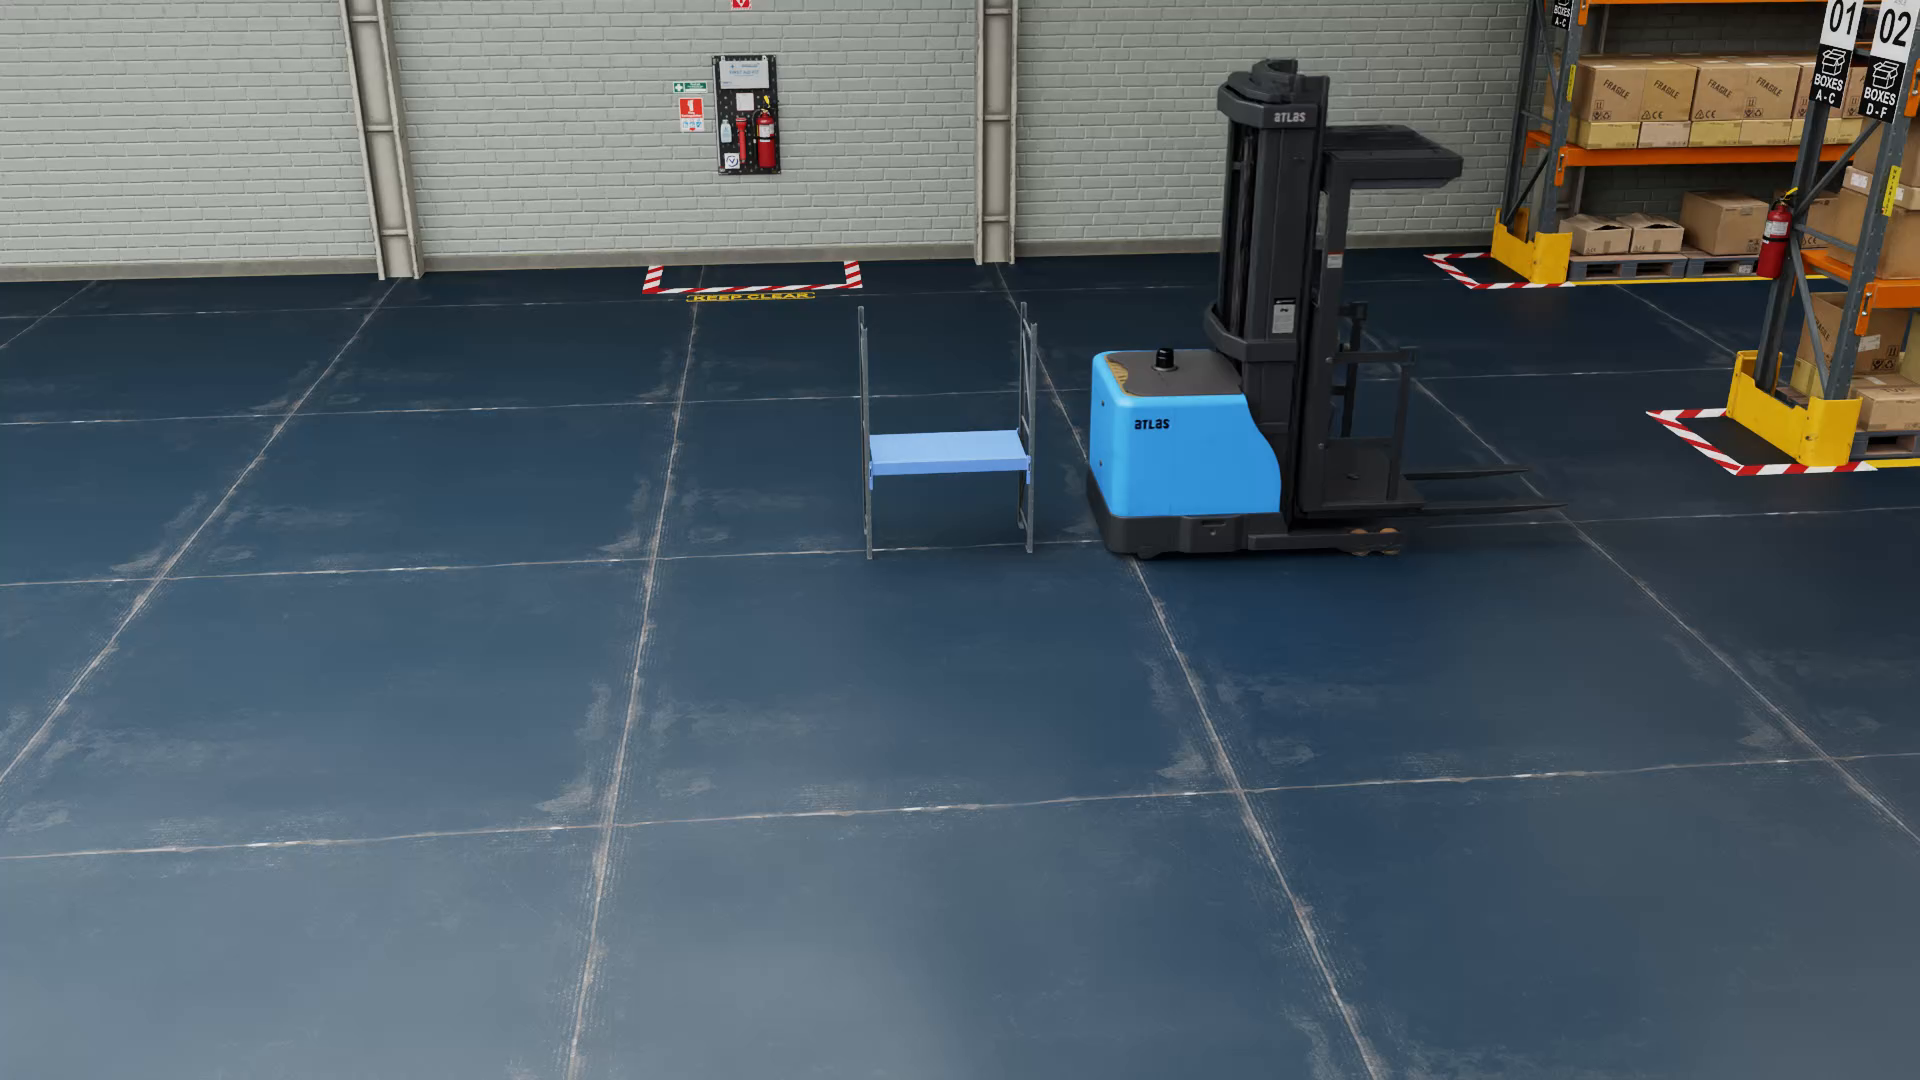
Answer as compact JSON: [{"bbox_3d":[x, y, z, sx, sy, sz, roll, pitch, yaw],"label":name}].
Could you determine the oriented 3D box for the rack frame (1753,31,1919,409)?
[{"bbox_3d":[6.205,-2.136,11.864,0.127,3.000,1.000,-2,24,-5],"label":"rack frame"}]

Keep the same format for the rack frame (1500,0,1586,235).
[{"bbox_3d":[5.714,-4.139,16.368,0.127,3.000,1.000,-2,24,-5],"label":"rack frame"}]

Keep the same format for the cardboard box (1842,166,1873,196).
[{"bbox_3d":[6.566,-2.571,11.919,0.250,0.149,0.380,-3,24,-6],"label":"cardboard box"}]

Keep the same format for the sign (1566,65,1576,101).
[{"bbox_3d":[5.768,-4.315,15.699,0.005,0.325,0.100,-2,24,-5],"label":"sign"}]

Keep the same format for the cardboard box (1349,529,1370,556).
[{"bbox_3d":[2.528,0.015,10.523,0.160,0.156,0.130,-3,24,-6],"label":"cardboard box"}]

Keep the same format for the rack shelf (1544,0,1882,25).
[{"bbox_3d":[7.705,-5.260,16.085,4.000,0.370,1.077,-2,24,-5],"label":"rack shelf"}]

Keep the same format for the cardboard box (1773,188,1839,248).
[{"bbox_3d":[8.666,-3.299,17.016,0.500,0.500,0.500,-4,24,-9],"label":"cardboard box"}]

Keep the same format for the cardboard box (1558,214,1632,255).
[{"bbox_3d":[6.412,-3.102,16.805,0.500,0.311,0.500,-5,24,-11],"label":"cardboard box"}]

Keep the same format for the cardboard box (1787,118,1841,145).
[{"bbox_3d":[8.258,-4.055,16.339,0.500,0.250,0.500,-2,24,-5],"label":"cardboard box"}]

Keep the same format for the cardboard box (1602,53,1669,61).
[{"bbox_3d":[6.664,-4.543,16.514,0.500,0.500,0.500,-2,24,-4],"label":"cardboard box"}]

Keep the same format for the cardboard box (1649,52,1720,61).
[{"bbox_3d":[15.270,0.065,5.669,13.577,0.889,26.022,-3,24,-7],"label":"cardboard box"}]

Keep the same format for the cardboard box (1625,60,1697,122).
[{"bbox_3d":[6.712,-4.335,16.047,0.500,0.500,0.500,-2,24,-5],"label":"cardboard box"}]

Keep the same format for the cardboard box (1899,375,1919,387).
[{"bbox_3d":[7.258,-1.025,12.231,0.500,0.250,0.500,-2,24,-5],"label":"cardboard box"}]

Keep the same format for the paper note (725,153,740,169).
[{"bbox_3d":[-2.291,-3.812,16.717,0.142,0.148,0.016,-2,24,-5],"label":"paper note"}]

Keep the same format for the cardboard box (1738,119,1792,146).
[{"bbox_3d":[7.757,-4.034,16.293,0.500,0.250,0.500,-2,24,-5],"label":"cardboard box"}]

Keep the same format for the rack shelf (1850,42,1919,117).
[{"bbox_3d":[8.195,-3.258,11.580,4.000,0.370,1.077,-2,24,-5],"label":"rack shelf"}]

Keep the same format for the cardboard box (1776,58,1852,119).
[{"bbox_3d":[8.256,-4.400,16.192,0.500,0.500,0.500,-3,24,-7],"label":"cardboard box"}]

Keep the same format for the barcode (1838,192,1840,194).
[{"bbox_3d":[9.134,-3.579,17.250,0.075,0.075,0.001,-2,24,-5],"label":"barcode"}]

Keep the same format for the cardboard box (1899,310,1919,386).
[{"bbox_3d":[7.258,-1.367,12.077,0.500,0.500,0.500,-2,24,-5],"label":"cardboard box"}]

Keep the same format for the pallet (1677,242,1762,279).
[{"bbox_3d":[7.813,-2.933,17.089,1.213,0.211,1.003,-2,24,-5],"label":"pallet"}]

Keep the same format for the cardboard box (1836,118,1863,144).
[{"bbox_3d":[8.757,-4.081,16.398,0.500,0.250,0.500,-2,24,-5],"label":"cardboard box"}]

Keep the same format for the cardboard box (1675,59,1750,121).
[{"bbox_3d":[7.227,-4.353,16.088,0.500,0.500,0.500,-3,24,-7],"label":"cardboard box"}]

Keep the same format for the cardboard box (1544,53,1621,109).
[{"bbox_3d":[6.162,-4.527,16.478,0.500,0.500,0.500,-3,24,-6],"label":"cardboard box"}]

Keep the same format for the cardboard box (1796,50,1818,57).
[{"bbox_3d":[8.692,-4.628,16.706,0.500,0.500,0.500,-2,24,-5],"label":"cardboard box"}]

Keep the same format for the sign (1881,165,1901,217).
[{"bbox_3d":[6.253,-2.344,11.166,0.005,0.325,0.100,-2,24,-5],"label":"sign"}]

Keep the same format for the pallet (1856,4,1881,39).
[{"bbox_3d":[6.911,-3.485,11.312,1.213,0.211,1.003,-2,24,-5],"label":"pallet"}]

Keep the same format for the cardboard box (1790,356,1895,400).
[{"bbox_3d":[6.710,-1.213,12.654,0.500,0.250,0.500,-2,24,-5],"label":"cardboard box"}]

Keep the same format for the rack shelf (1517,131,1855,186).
[{"bbox_3d":[7.705,-3.890,16.694,4.000,0.370,1.077,-2,24,-5],"label":"rack shelf"}]

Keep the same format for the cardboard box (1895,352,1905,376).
[{"bbox_3d":[7.206,-1.238,12.709,0.500,0.250,0.500,-2,24,-5],"label":"cardboard box"}]

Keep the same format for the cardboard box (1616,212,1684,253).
[{"bbox_3d":[6.979,-3.125,16.856,0.500,0.311,0.500,0,24,-1],"label":"cardboard box"}]

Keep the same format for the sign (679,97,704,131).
[{"bbox_3d":[-2.668,-4.229,16.528,0.234,0.329,0.001,-2,24,-5],"label":"sign"}]

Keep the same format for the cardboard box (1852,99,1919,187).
[{"bbox_3d":[6.723,-2.791,11.615,0.500,0.500,0.700,-2,24,-5],"label":"cardboard box"}]

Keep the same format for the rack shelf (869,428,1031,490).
[{"bbox_3d":[-0.085,-0.518,10.511,1.000,0.185,0.538,-2,24,-5],"label":"rack shelf"}]

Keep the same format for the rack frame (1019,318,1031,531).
[{"bbox_3d":[0.421,-0.702,10.482,0.013,1.308,0.475,-2,24,-5],"label":"rack frame"}]

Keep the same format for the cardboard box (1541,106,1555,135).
[{"bbox_3d":[6.160,-4.176,16.613,0.500,0.250,0.500,-2,24,-4],"label":"cardboard box"}]

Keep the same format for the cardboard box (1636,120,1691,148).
[{"bbox_3d":[6.746,-3.997,16.209,0.500,0.250,0.500,-3,24,-7],"label":"cardboard box"}]

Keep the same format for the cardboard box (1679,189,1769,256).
[{"bbox_3d":[7.714,-3.220,16.838,0.500,0.500,0.700,-4,24,-8],"label":"cardboard box"}]

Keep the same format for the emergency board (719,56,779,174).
[{"bbox_3d":[-2.104,-4.193,16.491,0.636,1.158,0.192,-2,24,-5],"label":"emergency board"}]

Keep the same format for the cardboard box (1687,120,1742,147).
[{"bbox_3d":[7.254,-4.015,16.249,0.500,0.250,0.500,-3,24,-6],"label":"cardboard box"}]

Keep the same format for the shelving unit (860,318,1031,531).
[{"bbox_3d":[-0.085,-0.682,10.438,1.030,1.308,0.538,-2,24,-5],"label":"shelving unit"}]

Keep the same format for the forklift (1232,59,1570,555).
[{"bbox_3d":[2.399,-1.450,10.403,3.031,2.935,1.121,-2,24,-4],"label":"forklift"}]

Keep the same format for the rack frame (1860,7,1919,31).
[{"bbox_3d":[6.205,-4.878,10.645,0.127,3.000,1.000,-2,24,-5],"label":"rack frame"}]

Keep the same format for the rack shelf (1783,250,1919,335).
[{"bbox_3d":[8.195,-1.888,12.189,4.000,0.370,1.077,-2,24,-5],"label":"rack shelf"}]

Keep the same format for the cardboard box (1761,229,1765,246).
[{"bbox_3d":[8.101,-3.141,17.092,0.250,0.149,0.380,-4,24,-9],"label":"cardboard box"}]

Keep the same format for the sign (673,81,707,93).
[{"bbox_3d":[-2.663,-4.468,16.413,0.331,0.109,0.001,-2,24,-5],"label":"sign"}]

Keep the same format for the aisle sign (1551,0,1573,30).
[{"bbox_3d":[5.672,-5.202,15.561,0.004,0.787,0.394,-2,24,-5],"label":"aisle sign"}]

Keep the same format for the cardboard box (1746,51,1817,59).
[{"bbox_3d":[8.195,-4.610,16.666,0.500,0.500,0.500,-2,24,-4],"label":"cardboard box"}]

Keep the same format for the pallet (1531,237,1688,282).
[{"bbox_3d":[6.602,-2.886,16.982,1.213,0.211,1.003,-2,24,-5],"label":"pallet"}]

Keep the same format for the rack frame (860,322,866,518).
[{"bbox_3d":[-0.591,-0.661,10.391,0.013,1.308,0.475,-2,24,-5],"label":"rack frame"}]

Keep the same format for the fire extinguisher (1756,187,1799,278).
[{"bbox_3d":[6.042,-2.284,12.291,0.183,0.674,0.296,-2,24,-5],"label":"fire extinguisher"}]
